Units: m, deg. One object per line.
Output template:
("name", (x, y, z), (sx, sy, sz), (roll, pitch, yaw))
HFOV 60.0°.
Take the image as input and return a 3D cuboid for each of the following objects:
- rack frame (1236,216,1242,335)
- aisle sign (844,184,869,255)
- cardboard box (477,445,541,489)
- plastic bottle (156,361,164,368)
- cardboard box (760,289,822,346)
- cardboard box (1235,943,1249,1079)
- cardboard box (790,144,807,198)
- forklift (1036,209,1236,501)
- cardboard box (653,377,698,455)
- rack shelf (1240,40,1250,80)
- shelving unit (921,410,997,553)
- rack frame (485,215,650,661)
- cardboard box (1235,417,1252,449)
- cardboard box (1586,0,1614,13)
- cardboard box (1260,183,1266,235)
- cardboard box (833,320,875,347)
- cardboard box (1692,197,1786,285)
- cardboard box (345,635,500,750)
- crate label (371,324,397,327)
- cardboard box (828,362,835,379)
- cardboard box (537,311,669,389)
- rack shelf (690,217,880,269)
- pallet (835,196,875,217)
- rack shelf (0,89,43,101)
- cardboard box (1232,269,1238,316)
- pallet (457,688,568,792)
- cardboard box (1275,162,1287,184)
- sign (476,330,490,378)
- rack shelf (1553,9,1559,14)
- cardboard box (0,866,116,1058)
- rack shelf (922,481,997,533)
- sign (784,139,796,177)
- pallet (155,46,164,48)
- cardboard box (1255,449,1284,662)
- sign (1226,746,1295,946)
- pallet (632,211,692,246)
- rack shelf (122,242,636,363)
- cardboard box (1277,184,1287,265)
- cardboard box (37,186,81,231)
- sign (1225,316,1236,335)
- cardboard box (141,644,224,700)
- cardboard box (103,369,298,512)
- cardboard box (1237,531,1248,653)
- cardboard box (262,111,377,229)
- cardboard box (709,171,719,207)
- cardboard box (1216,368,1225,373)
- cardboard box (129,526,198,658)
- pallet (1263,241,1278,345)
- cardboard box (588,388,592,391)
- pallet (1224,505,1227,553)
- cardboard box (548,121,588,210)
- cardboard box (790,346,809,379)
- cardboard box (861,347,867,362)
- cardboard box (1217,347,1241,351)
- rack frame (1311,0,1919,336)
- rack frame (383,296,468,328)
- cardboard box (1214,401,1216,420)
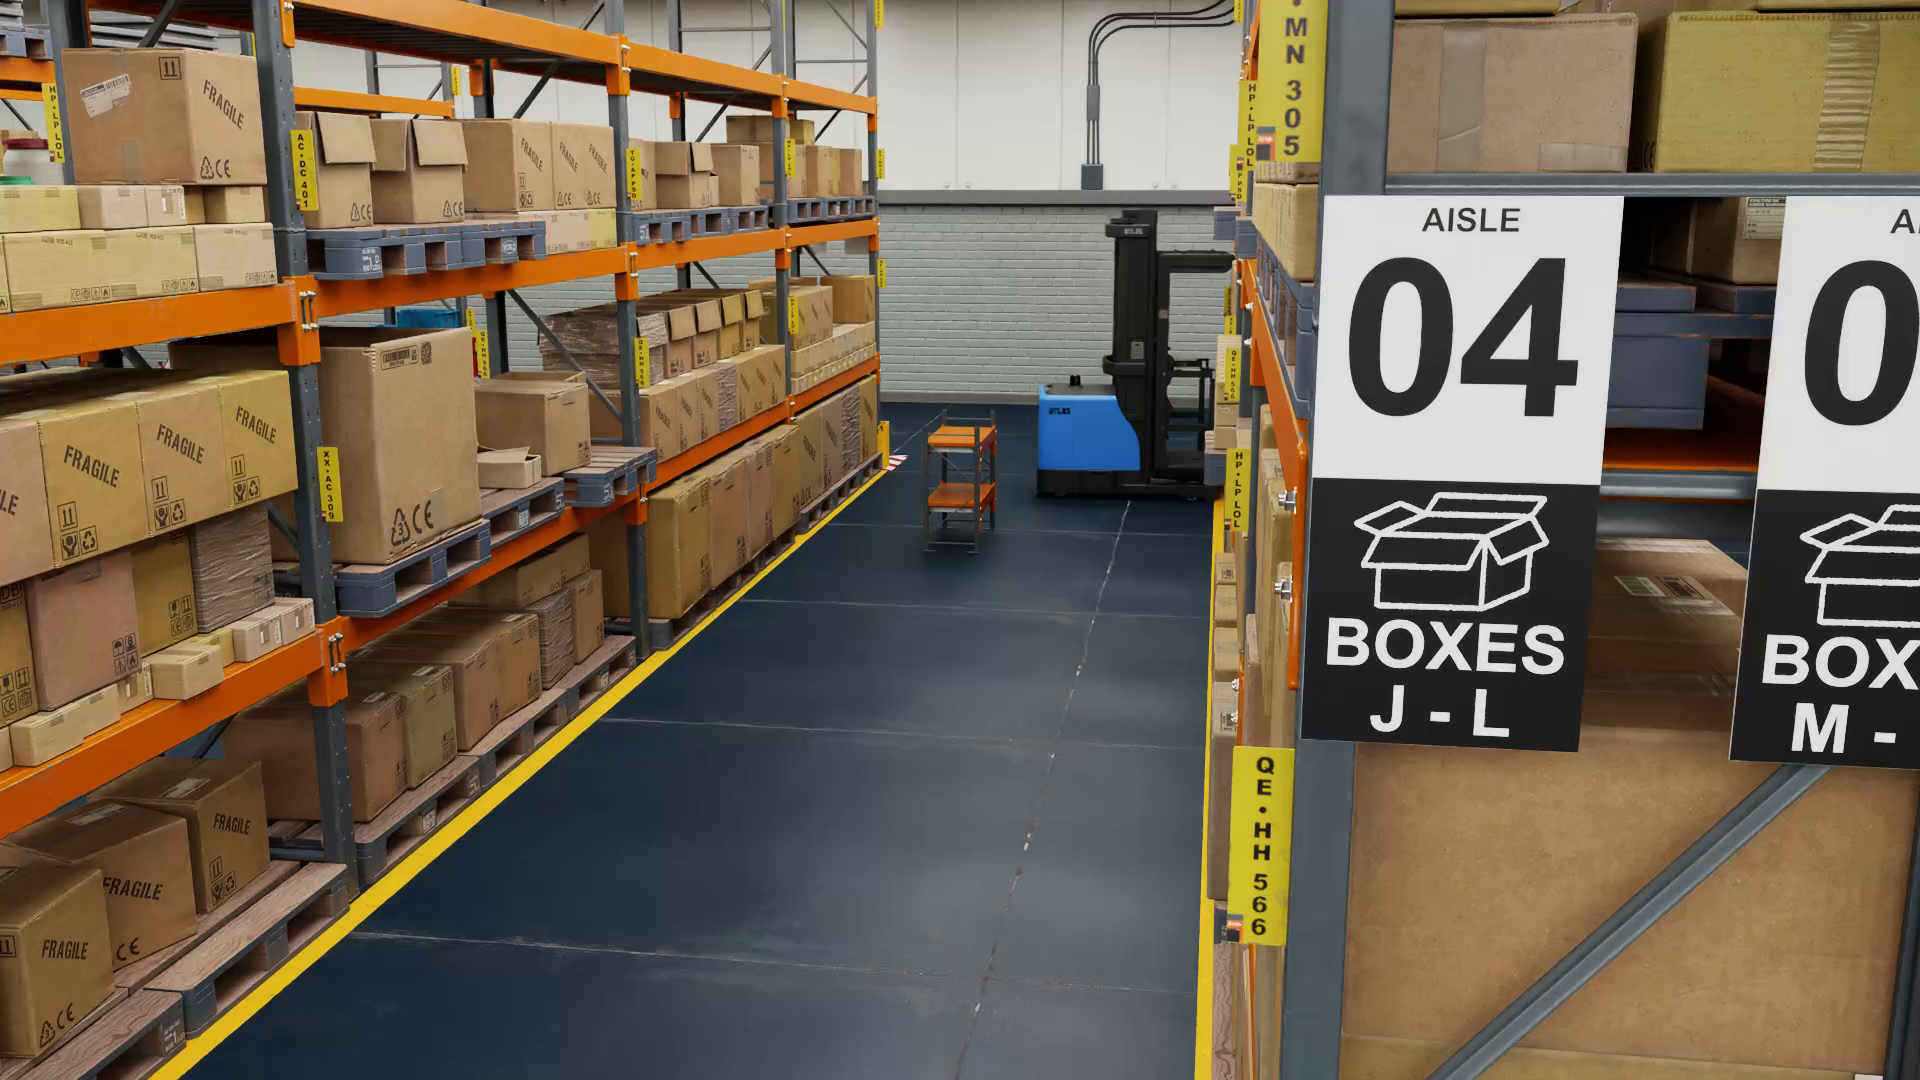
("rack frame", (2.851, -1.316, 14.238), (1.000, 3.000, 0.127), (2, 12, 9))
("aisle sign", (-1.111, -3.607, 18.695), (0.394, 0.787, 0.004), (2, 12, 9))
("cardboard box", (-2.639, -0.449, 9.536), (0.396, 0.266, 0.258), (2, 12, 7))
("plastic bottle", (-7.427, -1.511, 15.419), (0.061, 0.283, 0.133), (2, 12, 9))
("cardboard box", (-1.624, -2.130, 15.885), (0.500, 0.500, 0.500), (2, 12, 9))
("cardboard box", (1.320, 1.499, 5.222), (0.875, 0.875, 0.875), (2, 12, 9))
("cardboard box", (-1.886, -3.544, 15.984), (0.700, 0.500, 0.500), (3, 12, 12))
("forklift", (2.323, -1.951, 17.345), (3.031, 2.935, 1.130), (0, 12, 2))
("cardboard box", (-2.229, -0.914, 12.134), (0.500, 0.500, 0.500), (2, 12, 7))
("rack shelf", (2.544, -3.285, 11.792), (1.077, 0.370, 4.000), (2, 12, 9))
("shelving unit", (0.001, -0.551, 15.138), (0.538, 1.125, 1.048), (2, 12, 9))
("rack frame", (-2.649, -0.665, 11.217), (1.000, 3.000, 0.127), (2, 12, 9))
("cardboard box", (1.900, -0.448, 9.971), (0.500, 0.500, 0.500), (2, 12, 9))
("cardboard box", (1.529, -1.077, 3.475), (0.380, 0.149, 0.250), (2, 12, 8))
("cardboard box", (1.035, -0.919, 4.635), (0.380, 0.149, 0.250), (2, 12, 9))
("cardboard box", (-1.231, -2.293, 18.421), (0.500, 0.250, 0.500), (2, 12, 8))
("cardboard box", (1.375, -0.477, 2.585), (0.380, 0.149, 0.250), (2, 12, 9))
("cardboard box", (-2.971, 0.832, 9.159), (0.700, 0.500, 0.500), (1, 12, 4))
("crate label", (-6.676, -2.398, 19.512), (0.416, 0.233, 0.303), (2, 12, 9))
("cardboard box", (-1.461, -1.696, 16.595), (0.380, 0.149, 0.250), (2, 12, 9))
("cardboard box", (-2.521, -1.356, 11.805), (0.797, 0.503, 0.637), (2, 12, 11))
("rack shelf", (-1.727, -3.029, 16.773), (1.077, 0.370, 4.000), (2, 12, 9))
("pallet", (-1.523, -3.599, 17.920), (1.003, 0.211, 1.213), (2, 12, 9))
("rack shelf", (-11.514, -4.816, 17.950), (1.077, 0.370, 4.000), (2, 12, 9))
("cardboard box", (2.656, -2.106, 14.585), (0.500, 0.500, 0.500), (1, 12, 7))
("pallet", (-2.961, 1.114, 9.582), (1.003, 0.211, 1.213), (2, 12, 9))
("cardboard box", (0.883, -0.826, 3.258), (0.500, 0.250, 0.500), (2, 12, 9))
("sign", (-3.198, -1.249, 11.176), (0.100, 0.325, 0.005), (2, 12, 9))
("rack shelf", (1.313, -1.620, 4.065), (1.077, 0.370, 4.000), (2, 12, 9))
("cardboard box", (-3.464, 1.517, 6.027), (0.500, 0.500, 0.500), (1, 12, 4))
("rack shelf", (0.001, -0.312, 15.190), (0.538, 0.278, 1.000), (2, 12, 9))
("sign", (-1.496, -3.355, 14.605), (0.100, 0.325, 0.005), (2, 12, 9))
("pallet", (-7.025, -4.130, 14.452), (1.003, 0.211, 1.213), (2, 12, 9))
("cardboard box", (1.342, 0.050, 4.980), (0.875, 0.550, 0.550), (2, 12, 9))
("sign", (0.472, 0.479, 2.595), (0.100, 0.325, 0.005), (2, 12, 9))
("pallet", (-2.603, -2.175, 11.551), (1.213, 0.211, 1.003), (2, 12, 11))
("rack shelf", (-2.957, -1.364, 9.045), (1.077, 0.370, 4.000), (2, 12, 9))
("cardboard box", (0.800, -0.602, 3.166), (0.380, 0.149, 0.250), (2, 12, 9))
("cardboard box", (-3.243, -1.126, 5.646), (0.380, 0.149, 0.250), (2, 12, 11))
("sign", (2.314, -1.755, 14.221), (0.100, 0.325, 0.005), (2, 12, 9))
("cardboard box", (-3.081, 0.502, 6.398), (0.380, 0.149, 0.250), (2, 12, 9))
("cardboard box", (-3.062, -0.413, 6.731), (0.500, 0.500, 0.500), (2, 12, 9))
("cardboard box", (1.437, 0.183, 7.044), (0.500, 0.500, 0.500), (2, 12, 8))
("cardboard box", (-3.094, -1.649, 7.422), (0.797, 0.503, 0.637), (1, 12, 6))
("cardboard box", (-2.292, -2.901, 13.684), (0.500, 0.311, 0.500), (1, 12, 7))
("cardboard box", (1.940, -1.081, 11.331), (0.380, 0.149, 0.250), (2, 12, 10))
("cardboard box", (-3.507, 0.168, 6.409), (0.875, 0.500, 0.500), (2, 12, 9))
("pallet", (1.295, -0.651, 4.240), (1.003, 0.211, 1.213), (2, 12, 9))
("cardboard box", (-2.818, -0.825, 11.721), (0.500, 0.500, 0.500), (2, 12, 10))
("pallet", (2.920, -0.094, 15.186), (1.003, 0.211, 1.213), (2, 12, 9))
("cardboard box", (-2.544, -2.210, 9.843), (0.500, 0.500, 0.500), (2, 12, 9))
("cardboard box", (-1.703, -1.659, 15.480), (0.500, 0.250, 0.500), (2, 12, 8))
("cardboard box", (-1.227, -2.016, 18.083), (0.380, 0.149, 0.250), (2, 12, 9))
("cardboard box", (2.178, -1.406, 12.841), (0.380, 0.149, 0.250), (2, 12, 8))
("rack frame", (1.006, -1.751, 2.015), (1.000, 3.000, 0.127), (2, 12, 9))
("rack frame", (-6.313, -2.491, 19.690), (1.000, 3.000, 0.127), (2, 12, 9))
("cardboard box", (1.902, -0.885, 11.129), (0.380, 0.149, 0.250), (2, 12, 11))
